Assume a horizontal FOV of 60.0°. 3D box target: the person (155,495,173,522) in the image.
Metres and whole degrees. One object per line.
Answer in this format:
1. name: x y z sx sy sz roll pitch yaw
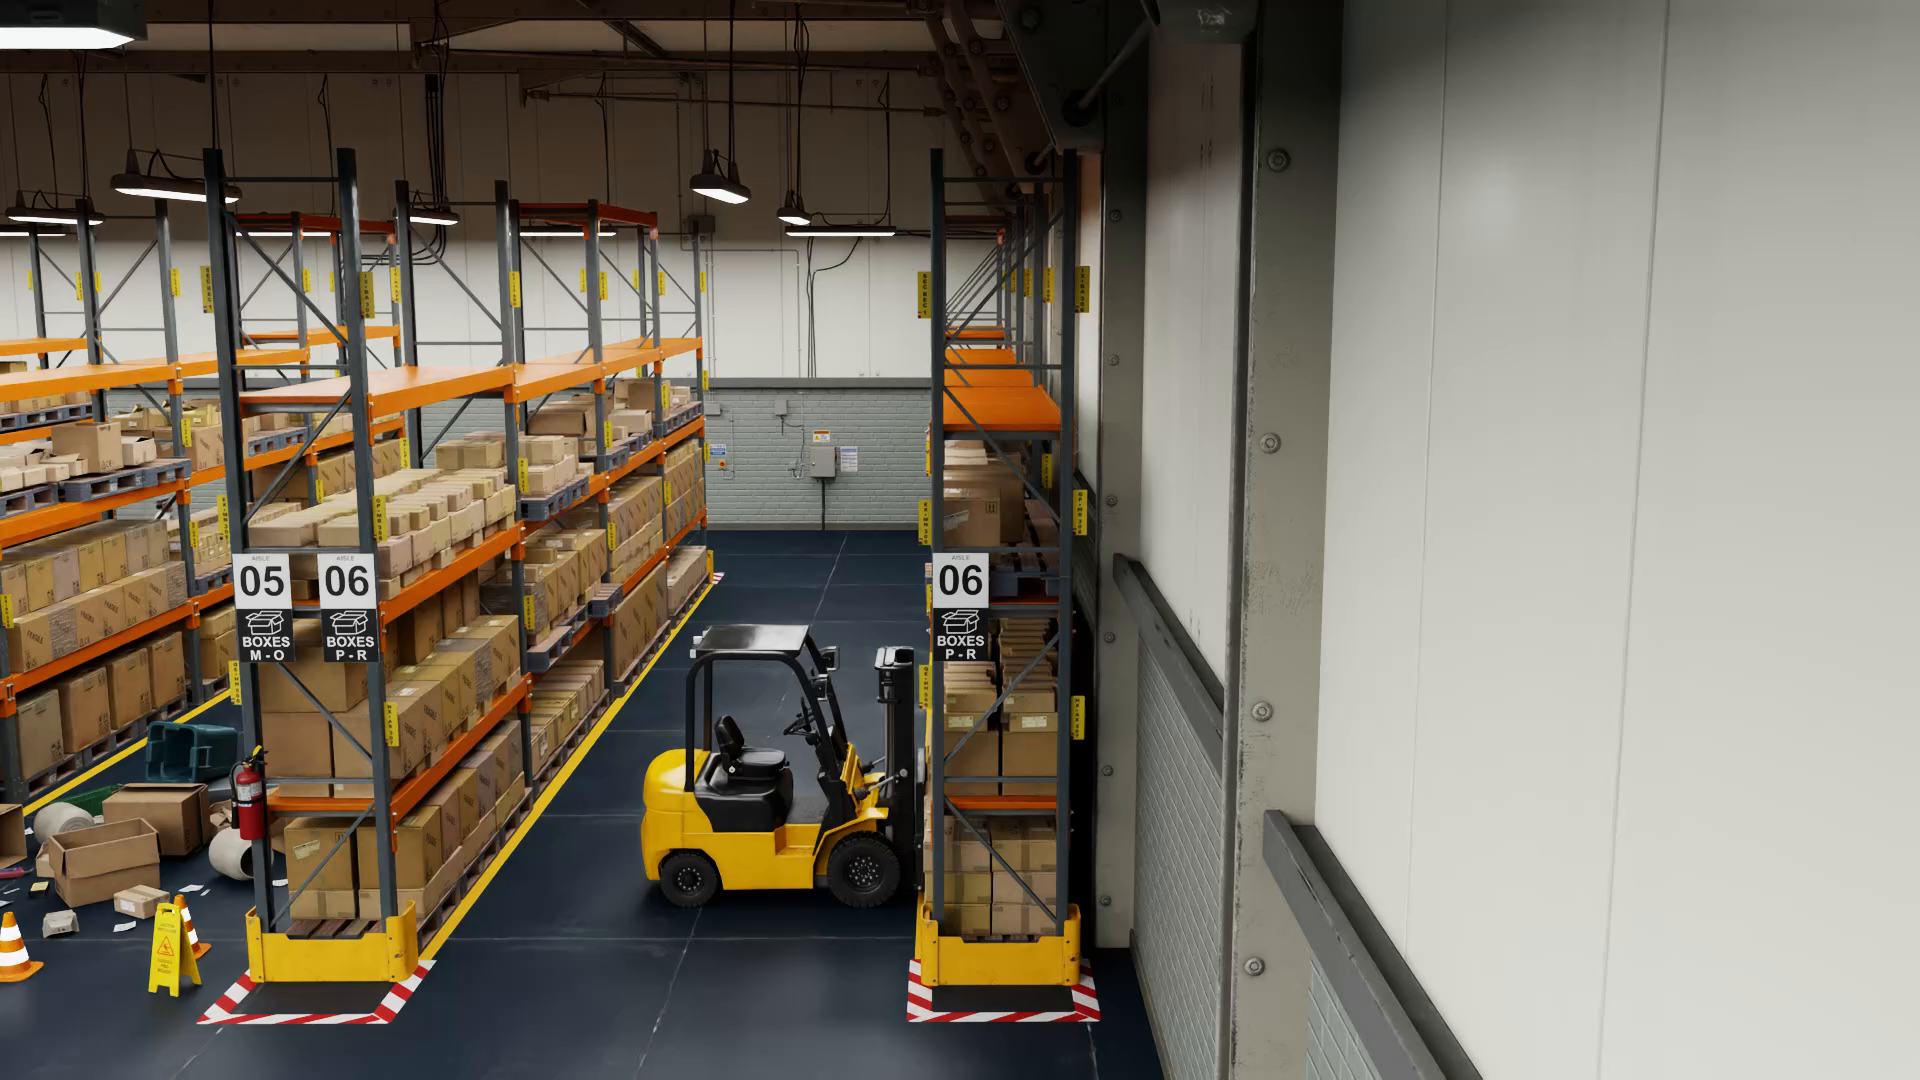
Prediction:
1. person: -12.727 0.086 26.652 0.451 1.617 0.946 8 12 42
